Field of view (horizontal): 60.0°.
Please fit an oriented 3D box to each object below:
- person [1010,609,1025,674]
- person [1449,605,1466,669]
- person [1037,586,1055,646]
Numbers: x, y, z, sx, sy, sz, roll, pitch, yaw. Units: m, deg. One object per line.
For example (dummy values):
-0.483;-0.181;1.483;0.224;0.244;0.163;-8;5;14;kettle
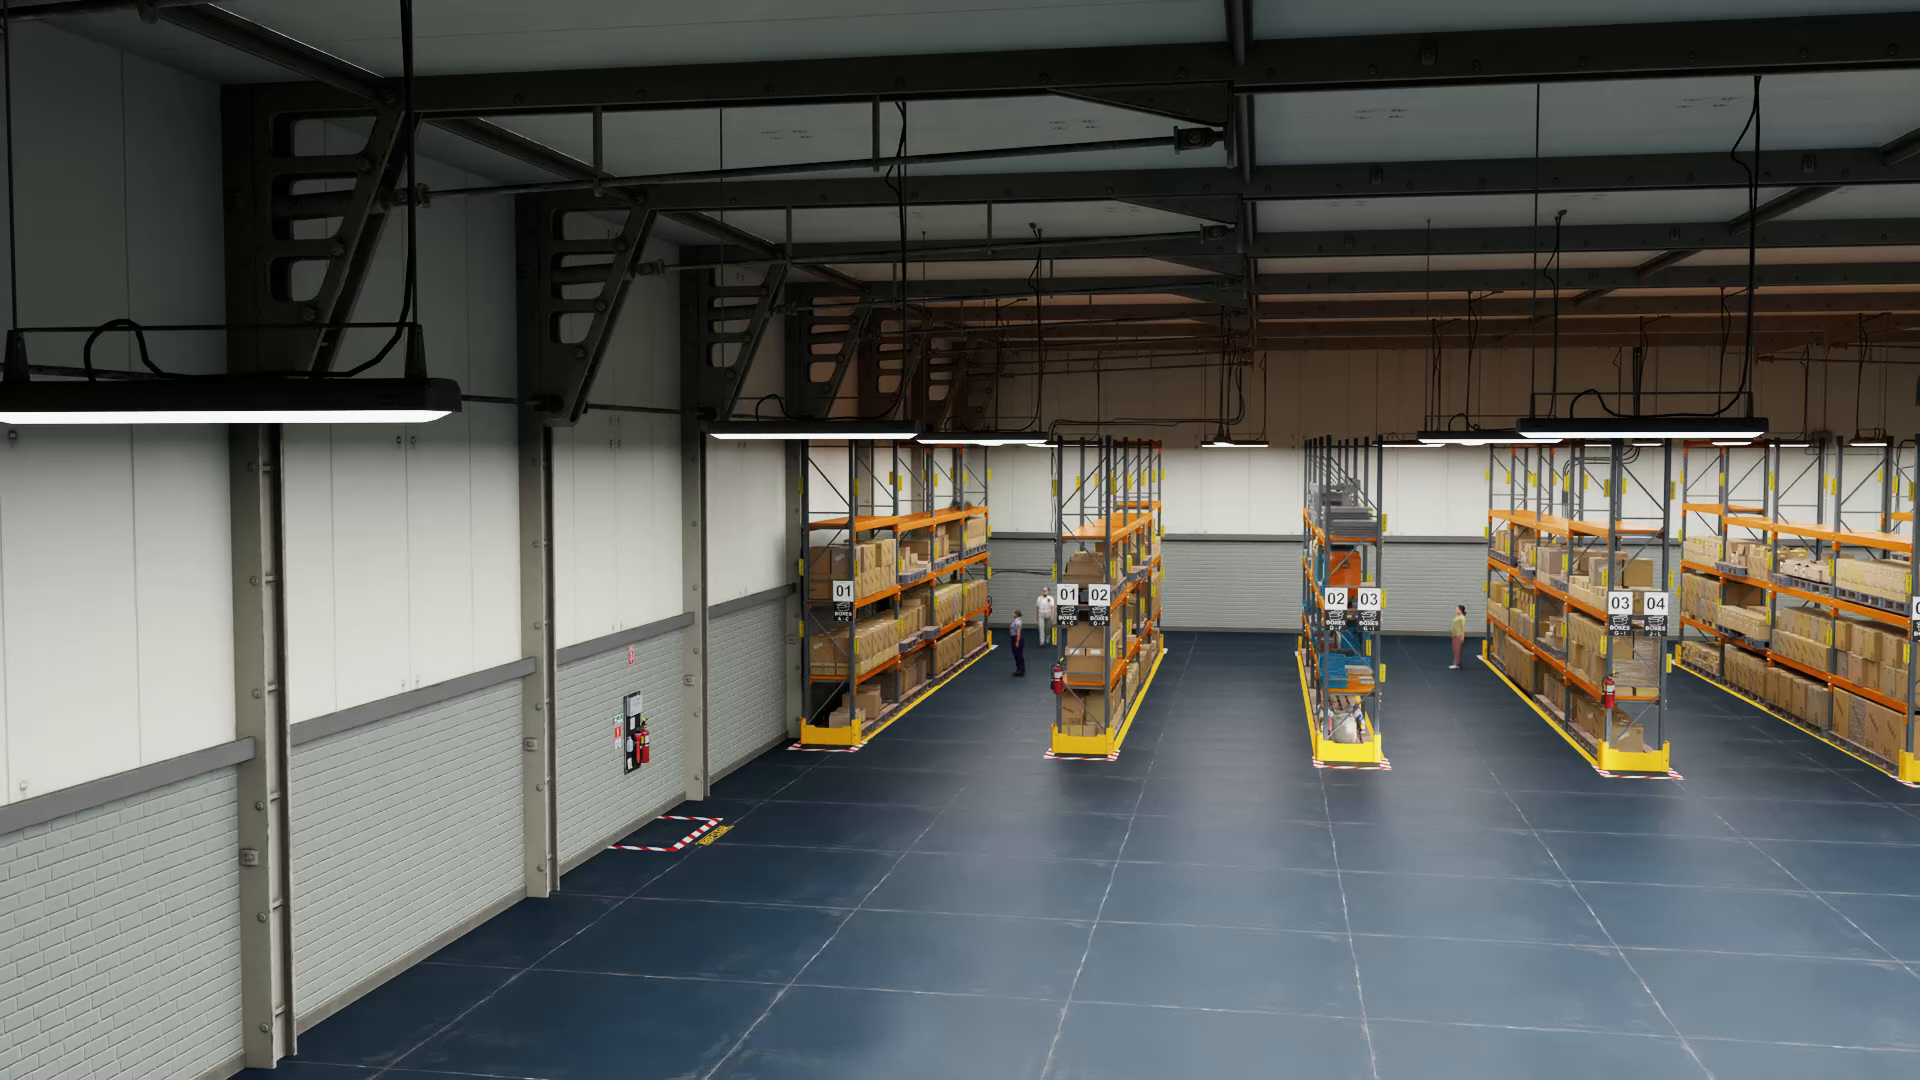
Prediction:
1.475;2.615;42.510;0.383;1.685;0.577;0;3;-4;person
13.043;2.538;43.679;0.590;1.668;0.468;-2;3;-26;person
2.510;2.217;48.657;0.525;1.719;1.068;0;3;0;person
